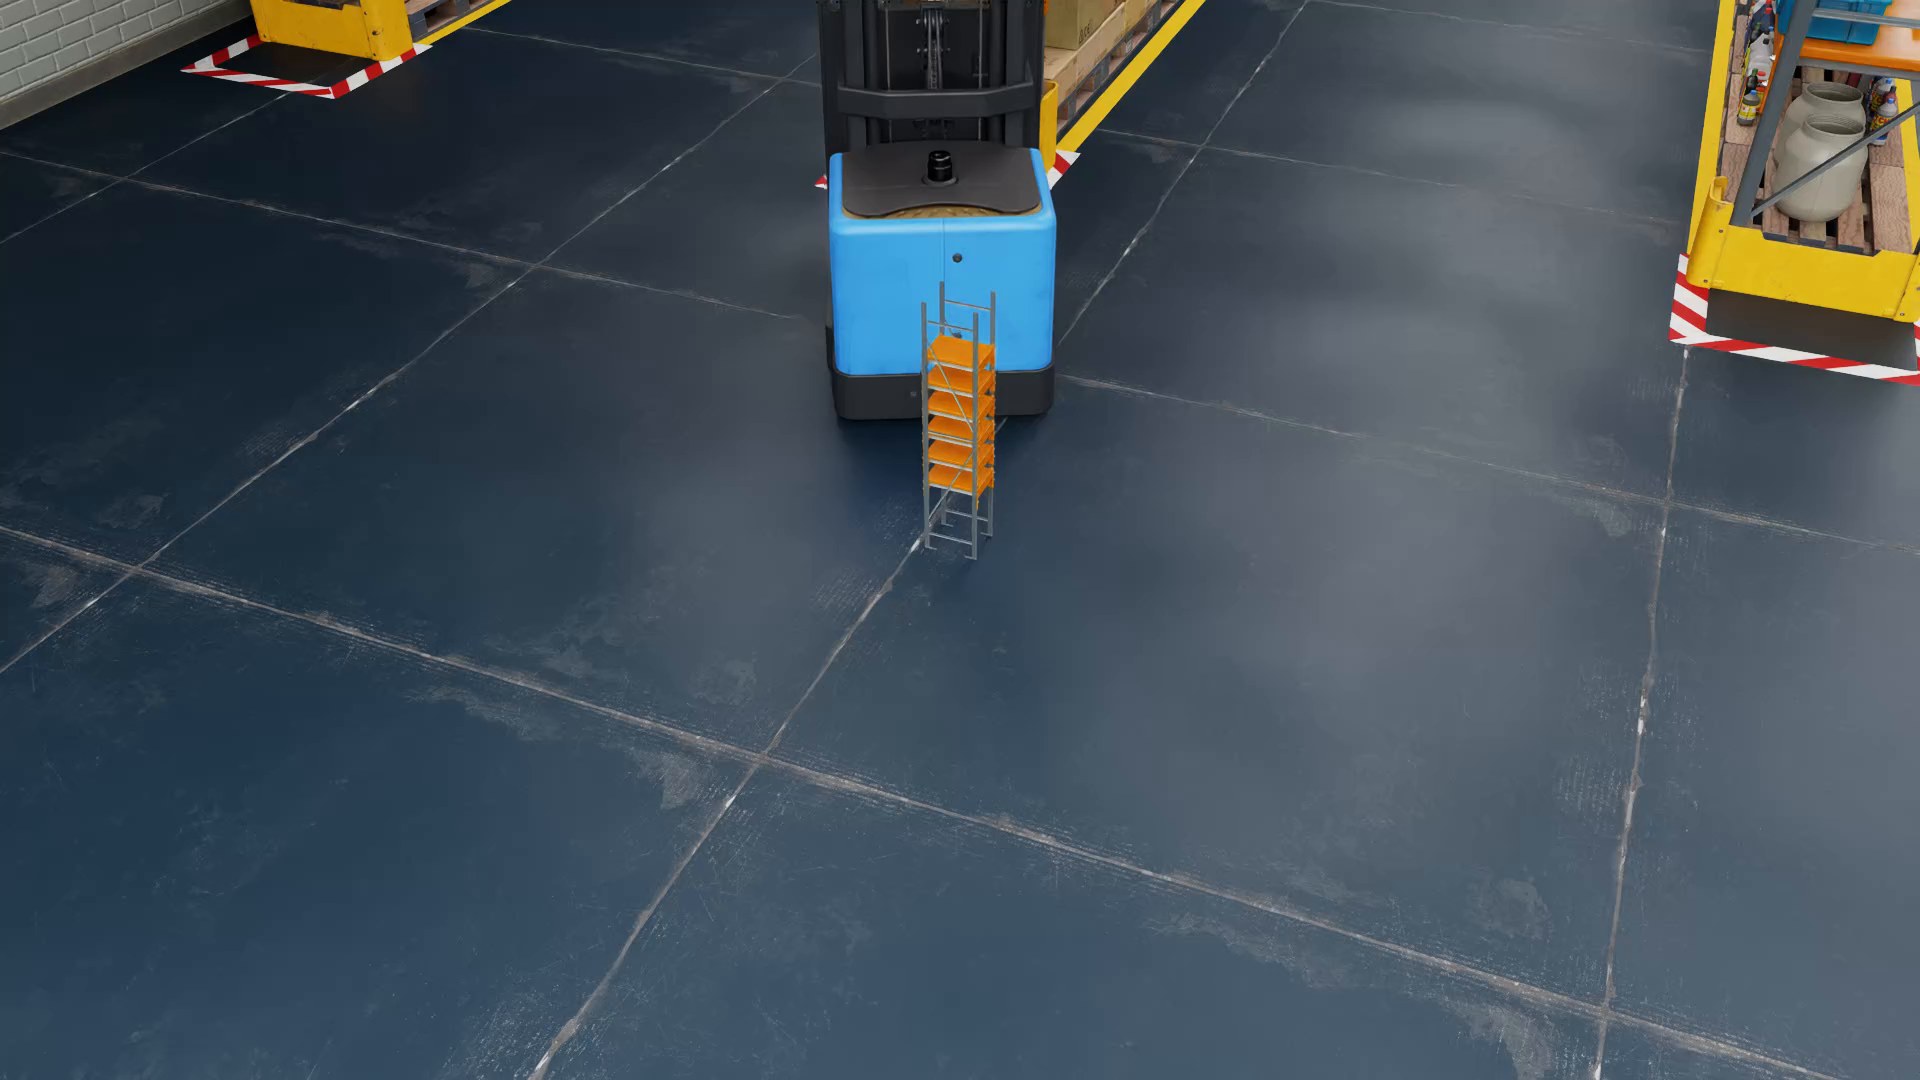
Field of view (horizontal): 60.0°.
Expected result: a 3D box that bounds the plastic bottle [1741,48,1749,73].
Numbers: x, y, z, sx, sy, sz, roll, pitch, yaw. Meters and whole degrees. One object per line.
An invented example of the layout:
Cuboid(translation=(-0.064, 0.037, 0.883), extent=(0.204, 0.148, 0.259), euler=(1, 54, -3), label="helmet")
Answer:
Cuboid(translation=(5.231, -3.176, 10.964), extent=(0.097, 0.201, 0.097), euler=(0, 37, 0), label="plastic bottle")

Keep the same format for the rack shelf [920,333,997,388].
Cuboid(translation=(-0.005, -0.725, 6.691), extent=(0.258, 0.103, 0.180), euler=(14, 39, 18), label="rack shelf")

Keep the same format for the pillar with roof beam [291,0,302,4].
Cuboid(translation=(-1.114, -6.778, 8.802), extent=(9.100, 9.000, 0.400), euler=(14, 39, 18), label="pillar with roof beam")

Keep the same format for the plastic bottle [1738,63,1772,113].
Cuboid(translation=(5.015, -2.850, 10.464), extent=(0.152, 0.276, 0.135), euler=(14, 39, 18), label="plastic bottle")

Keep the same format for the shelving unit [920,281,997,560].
Cuboid(translation=(-0.006, -0.473, 6.880), extent=(0.258, 1.200, 0.189), euler=(14, 39, 18), label="shelving unit")

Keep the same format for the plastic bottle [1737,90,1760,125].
Cuboid(translation=(4.894, -2.686, 10.308), extent=(0.097, 0.201, 0.097), euler=(0, 37, 0), label="plastic bottle")

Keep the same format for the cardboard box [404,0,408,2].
Cuboid(translation=(-4.215, -4.233, 12.286), extent=(0.500, 0.311, 0.500), euler=(10, 38, 13), label="cardboard box")

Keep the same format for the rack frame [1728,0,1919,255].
Cuboid(translation=(4.601, -2.514, 8.108), extent=(1.000, 3.000, 0.127), euler=(14, 39, 18), label="rack frame")

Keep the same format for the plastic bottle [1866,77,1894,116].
Cuboid(translation=(5.747, -2.776, 10.370), extent=(0.097, 0.271, 0.097), euler=(0, 37, 0), label="plastic bottle")

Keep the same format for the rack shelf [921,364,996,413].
Cuboid(translation=(-0.006, -0.629, 6.763), extent=(0.258, 0.103, 0.180), euler=(14, 39, 18), label="rack shelf")

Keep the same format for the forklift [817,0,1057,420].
Cuboid(translation=(-0.156, -2.606, 8.289), extent=(1.130, 2.935, 3.031), euler=(-2, 37, -3), label="forklift")

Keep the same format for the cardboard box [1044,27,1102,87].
Cuboid(translation=(0.618, -3.236, 11.019), extent=(0.500, 0.250, 0.500), euler=(14, 39, 18), label="cardboard box")

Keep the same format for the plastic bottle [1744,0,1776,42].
Cuboid(translation=(5.498, -3.552, 11.405), extent=(0.152, 0.276, 0.135), euler=(15, 39, 19), label="plastic bottle")

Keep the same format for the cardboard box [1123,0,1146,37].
Cuboid(translation=(1.003, -3.788, 11.758), extent=(0.500, 0.250, 0.500), euler=(14, 39, 18), label="cardboard box")

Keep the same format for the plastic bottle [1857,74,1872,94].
Cuboid(translation=(5.883, -3.018, 10.690), extent=(0.152, 0.276, 0.135), euler=(15, 39, 19), label="plastic bottle")

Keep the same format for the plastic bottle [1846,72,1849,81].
Cuboid(translation=(5.844, -3.119, 10.819), extent=(0.061, 0.283, 0.133), euler=(14, 39, 18), label="plastic bottle")

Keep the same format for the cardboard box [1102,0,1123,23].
Cuboid(translation=(0.798, -3.815, 11.168), extent=(0.500, 0.500, 0.500), euler=(14, 39, 18), label="cardboard box")

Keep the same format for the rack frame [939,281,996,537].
Cuboid(translation=(0.029, -0.523, 6.948), extent=(0.240, 1.200, 0.006), euler=(14, 39, 18), label="rack frame")

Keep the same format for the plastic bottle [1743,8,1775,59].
Cuboid(translation=(5.360, -3.387, 11.121), extent=(0.144, 0.351, 0.185), euler=(12, 38, 16), label="plastic bottle")

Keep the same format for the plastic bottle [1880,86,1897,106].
Cuboid(translation=(5.682, -2.657, 10.200), extent=(0.061, 0.283, 0.133), euler=(14, 39, 18), label="plastic bottle")

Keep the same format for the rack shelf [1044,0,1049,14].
Cuboid(translation=(0.782, -4.464, 11.318), extent=(1.077, 0.370, 4.000), euler=(14, 39, 18), label="rack shelf")

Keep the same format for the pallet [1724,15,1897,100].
Cuboid(translation=(5.829, -3.250, 11.421), extent=(1.003, 0.211, 1.213), euler=(14, 39, 18), label="pallet")

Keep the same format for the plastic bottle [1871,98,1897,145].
Cuboid(translation=(5.579, -2.531, 10.042), extent=(0.097, 0.271, 0.097), euler=(0, 37, 0), label="plastic bottle")

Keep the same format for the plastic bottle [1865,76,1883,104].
Cuboid(translation=(5.824, -2.888, 10.520), extent=(0.097, 0.271, 0.097), euler=(0, 37, 0), label="plastic bottle")

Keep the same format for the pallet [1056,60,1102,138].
Cuboid(translation=(0.274, -2.961, 11.035), extent=(1.003, 0.211, 1.213), euler=(14, 39, 18), label="pallet")

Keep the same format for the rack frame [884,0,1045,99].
Cuboid(translation=(0.021, -3.645, 9.621), extent=(1.000, 3.000, 0.127), euler=(14, 39, 18), label="rack frame")

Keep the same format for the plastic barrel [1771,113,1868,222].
Cuboid(translation=(4.781, -2.068, 9.238), extent=(0.421, 0.512, 0.421), euler=(0, 37, 0), label="plastic barrel")

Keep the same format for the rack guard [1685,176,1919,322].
Cuboid(translation=(4.586, -1.566, 8.927), extent=(1.175, 0.500, 0.348), euler=(14, 39, 18), label="rack guard")

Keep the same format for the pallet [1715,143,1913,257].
Cuboid(translation=(4.900, -1.899, 9.614), extent=(1.003, 0.211, 1.213), euler=(14, 39, 18), label="pallet")

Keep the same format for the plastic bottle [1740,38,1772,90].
Cuboid(translation=(5.128, -3.049, 10.669), extent=(0.144, 0.351, 0.185), euler=(15, 39, 20), label="plastic bottle")

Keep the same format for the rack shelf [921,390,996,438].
Cuboid(translation=(-0.006, -0.533, 6.835), extent=(0.258, 0.103, 0.180), euler=(14, 39, 18), label="rack shelf")

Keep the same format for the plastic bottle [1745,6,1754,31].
Cuboid(translation=(5.557, -3.652, 11.600), extent=(0.097, 0.201, 0.097), euler=(0, 37, 0), label="plastic bottle")

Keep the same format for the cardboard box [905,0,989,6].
Cuboid(translation=(-0.050, -3.377, 10.582), extent=(0.500, 0.500, 0.500), euler=(14, 39, 18), label="cardboard box")

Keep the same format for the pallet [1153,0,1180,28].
Cuboid(translation=(1.202, -4.312, 12.842), extent=(1.003, 0.211, 1.213), euler=(14, 39, 18), label="pallet")
